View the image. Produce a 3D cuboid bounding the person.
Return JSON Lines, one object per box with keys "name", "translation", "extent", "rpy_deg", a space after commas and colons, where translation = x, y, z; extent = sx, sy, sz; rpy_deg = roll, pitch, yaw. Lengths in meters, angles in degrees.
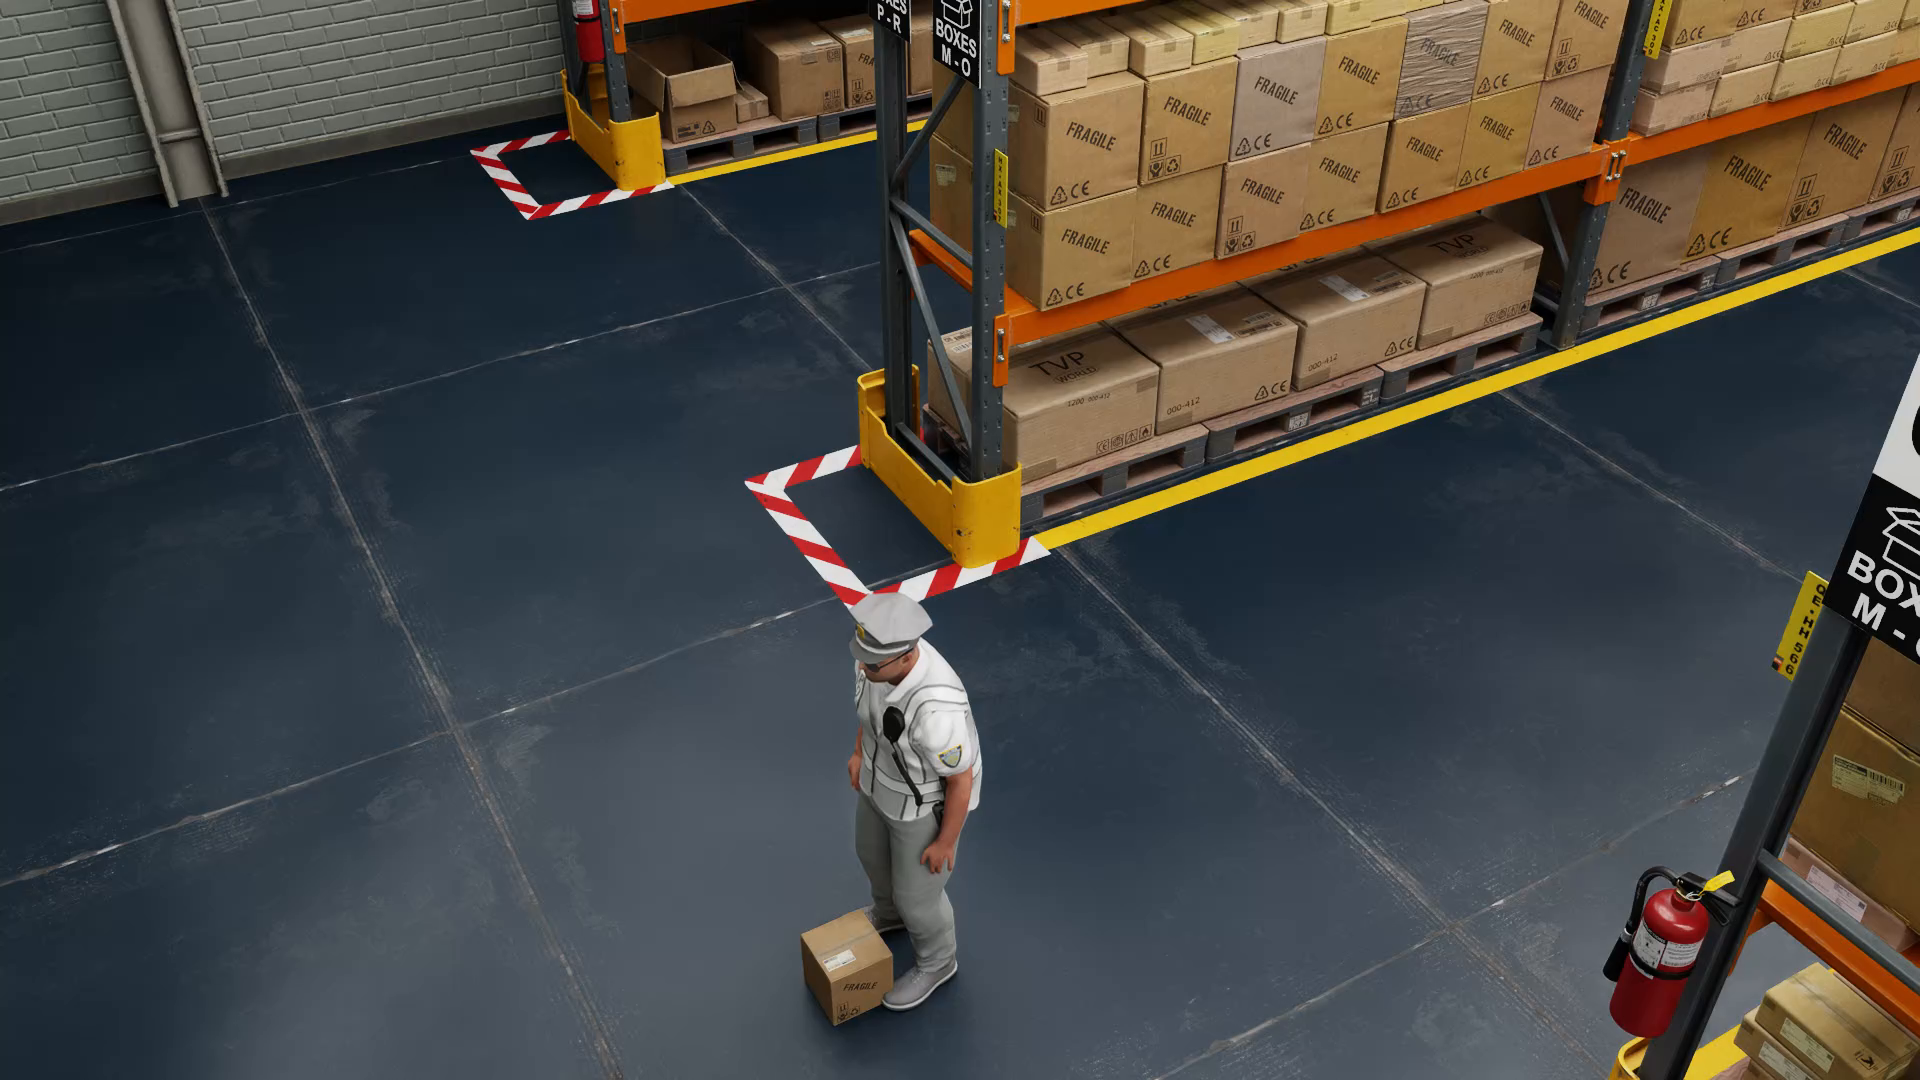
{"name": "person", "translation": [-0.172, 0.873, 5.746], "extent": [0.437, 1.747, 0.603], "rpy_deg": [-22, 42, -26]}
